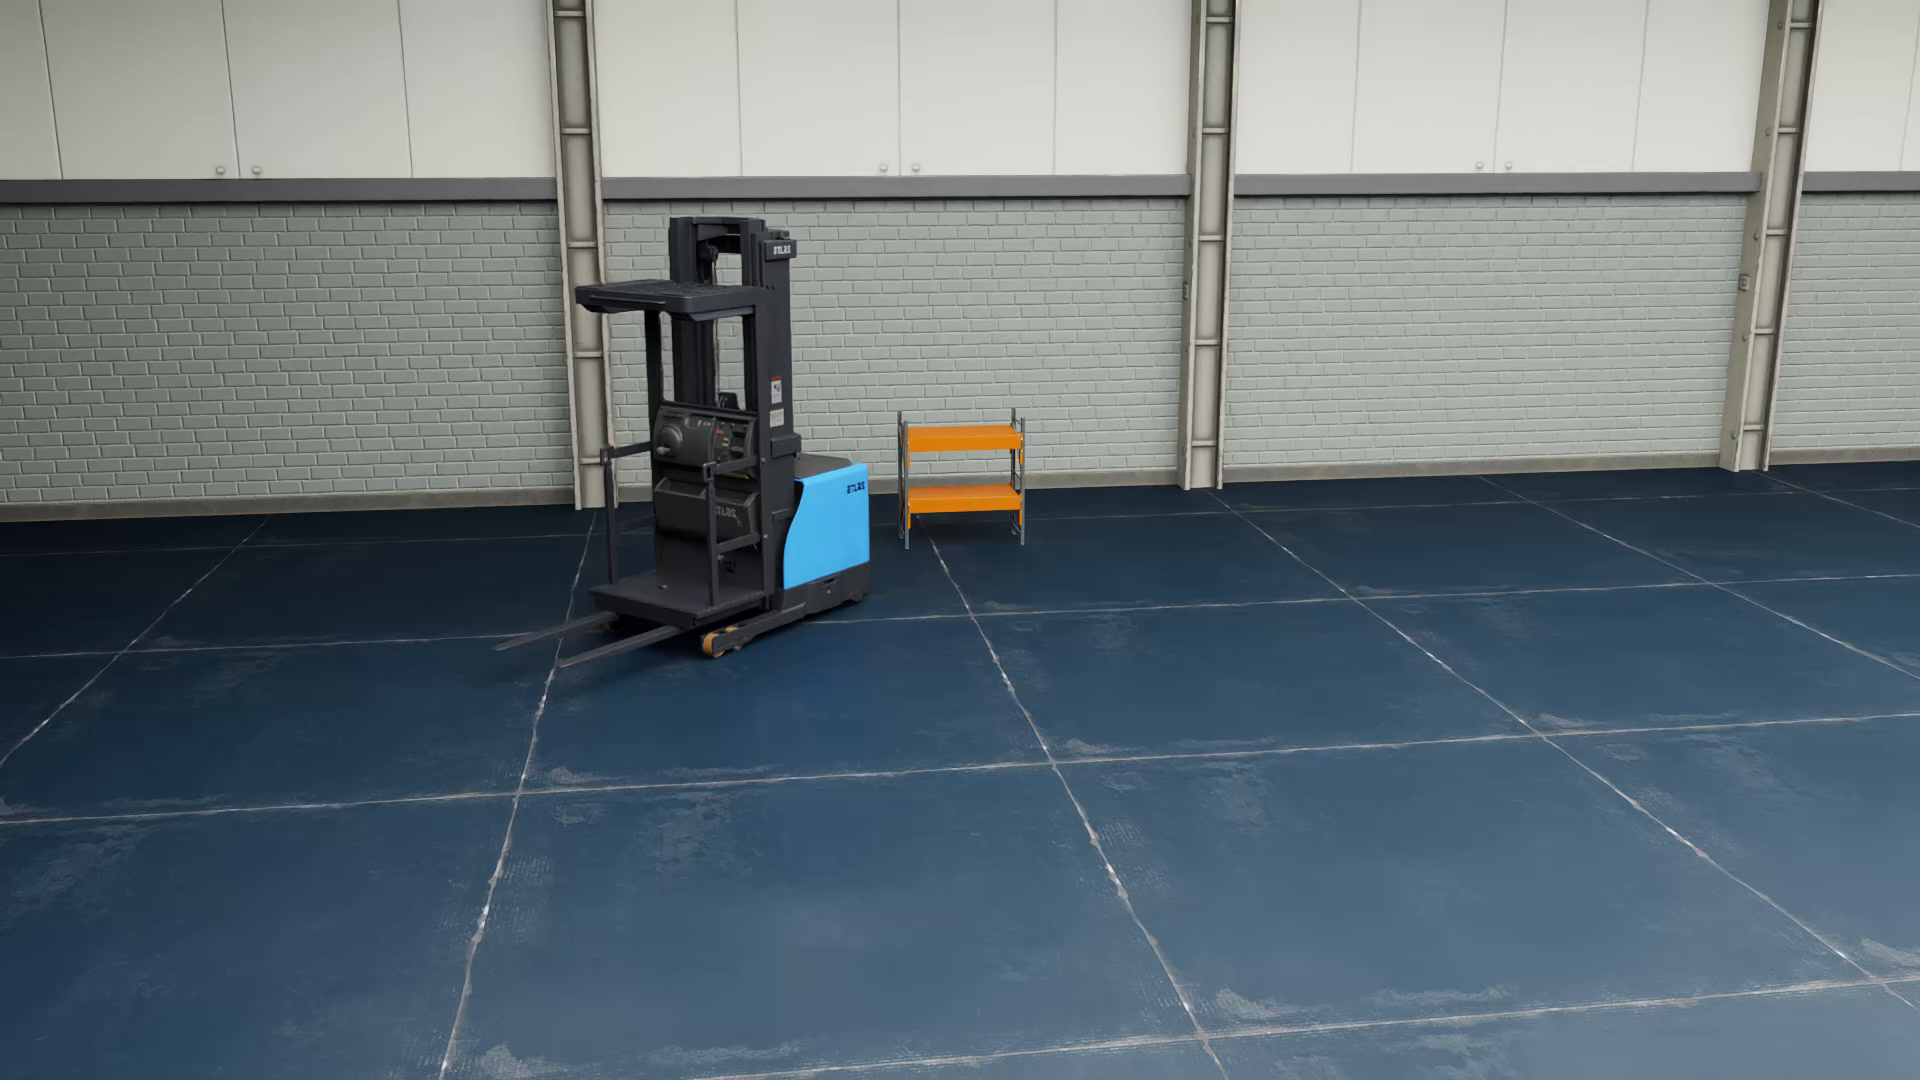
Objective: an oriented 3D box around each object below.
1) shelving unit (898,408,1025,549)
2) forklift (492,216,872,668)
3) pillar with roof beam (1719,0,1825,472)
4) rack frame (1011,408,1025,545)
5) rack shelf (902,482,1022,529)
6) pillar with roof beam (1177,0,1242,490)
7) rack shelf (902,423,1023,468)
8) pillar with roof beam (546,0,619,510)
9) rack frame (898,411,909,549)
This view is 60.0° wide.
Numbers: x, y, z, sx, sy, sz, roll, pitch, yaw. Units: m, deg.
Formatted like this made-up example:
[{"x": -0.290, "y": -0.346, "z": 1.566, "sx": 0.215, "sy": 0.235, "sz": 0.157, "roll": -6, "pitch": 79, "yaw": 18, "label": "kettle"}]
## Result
[{"x": 0.007, "y": -0.546, "z": 14.586, "sx": 1.048, "sy": 1.125, "sz": 0.538, "roll": -2, "pitch": 14, "yaw": -8, "label": "shelving unit"}, {"x": -1.943, "y": -0.744, "z": 11.662, "sx": 1.130, "sy": 2.935, "sz": 3.031, "roll": 10, "pitch": 17, "yaw": 34, "label": "forklift"}, {"x": 9.007, "y": -4.096, "z": 12.554, "sx": 0.400, "sy": 9.000, "sz": 9.100, "roll": -2, "pitch": 14, "yaw": -8, "label": "pillar with roof beam"}, {"x": 0.509, "y": -0.564, "z": 14.659, "sx": 0.032, "sy": 1.125, "sz": 0.500, "roll": -2, "pitch": 14, "yaw": -8, "label": "rack frame"}, {"x": 0.007, "y": -0.309, "z": 14.645, "sx": 1.000, "sy": 0.278, "sz": 0.538, "roll": -2, "pitch": 14, "yaw": -8, "label": "rack shelf"}, {"x": 3.074, "y": -3.878, "z": 11.687, "sx": 0.400, "sy": 9.000, "sz": 9.100, "roll": -2, "pitch": 14, "yaw": -8, "label": "pillar with roof beam"}, {"x": 0.007, "y": -0.830, "z": 14.515, "sx": 1.000, "sy": 0.278, "sz": 0.538, "roll": -2, "pitch": 14, "yaw": -8, "label": "rack shelf"}, {"x": -2.859, "y": -3.661, "z": 10.820, "sx": 0.400, "sy": 9.000, "sz": 9.100, "roll": -2, "pitch": 14, "yaw": -8, "label": "pillar with roof beam"}, {"x": -0.496, "y": -0.527, "z": 14.513, "sx": 0.032, "sy": 1.125, "sz": 0.500, "roll": -2, "pitch": 14, "yaw": -8, "label": "rack frame"}]
